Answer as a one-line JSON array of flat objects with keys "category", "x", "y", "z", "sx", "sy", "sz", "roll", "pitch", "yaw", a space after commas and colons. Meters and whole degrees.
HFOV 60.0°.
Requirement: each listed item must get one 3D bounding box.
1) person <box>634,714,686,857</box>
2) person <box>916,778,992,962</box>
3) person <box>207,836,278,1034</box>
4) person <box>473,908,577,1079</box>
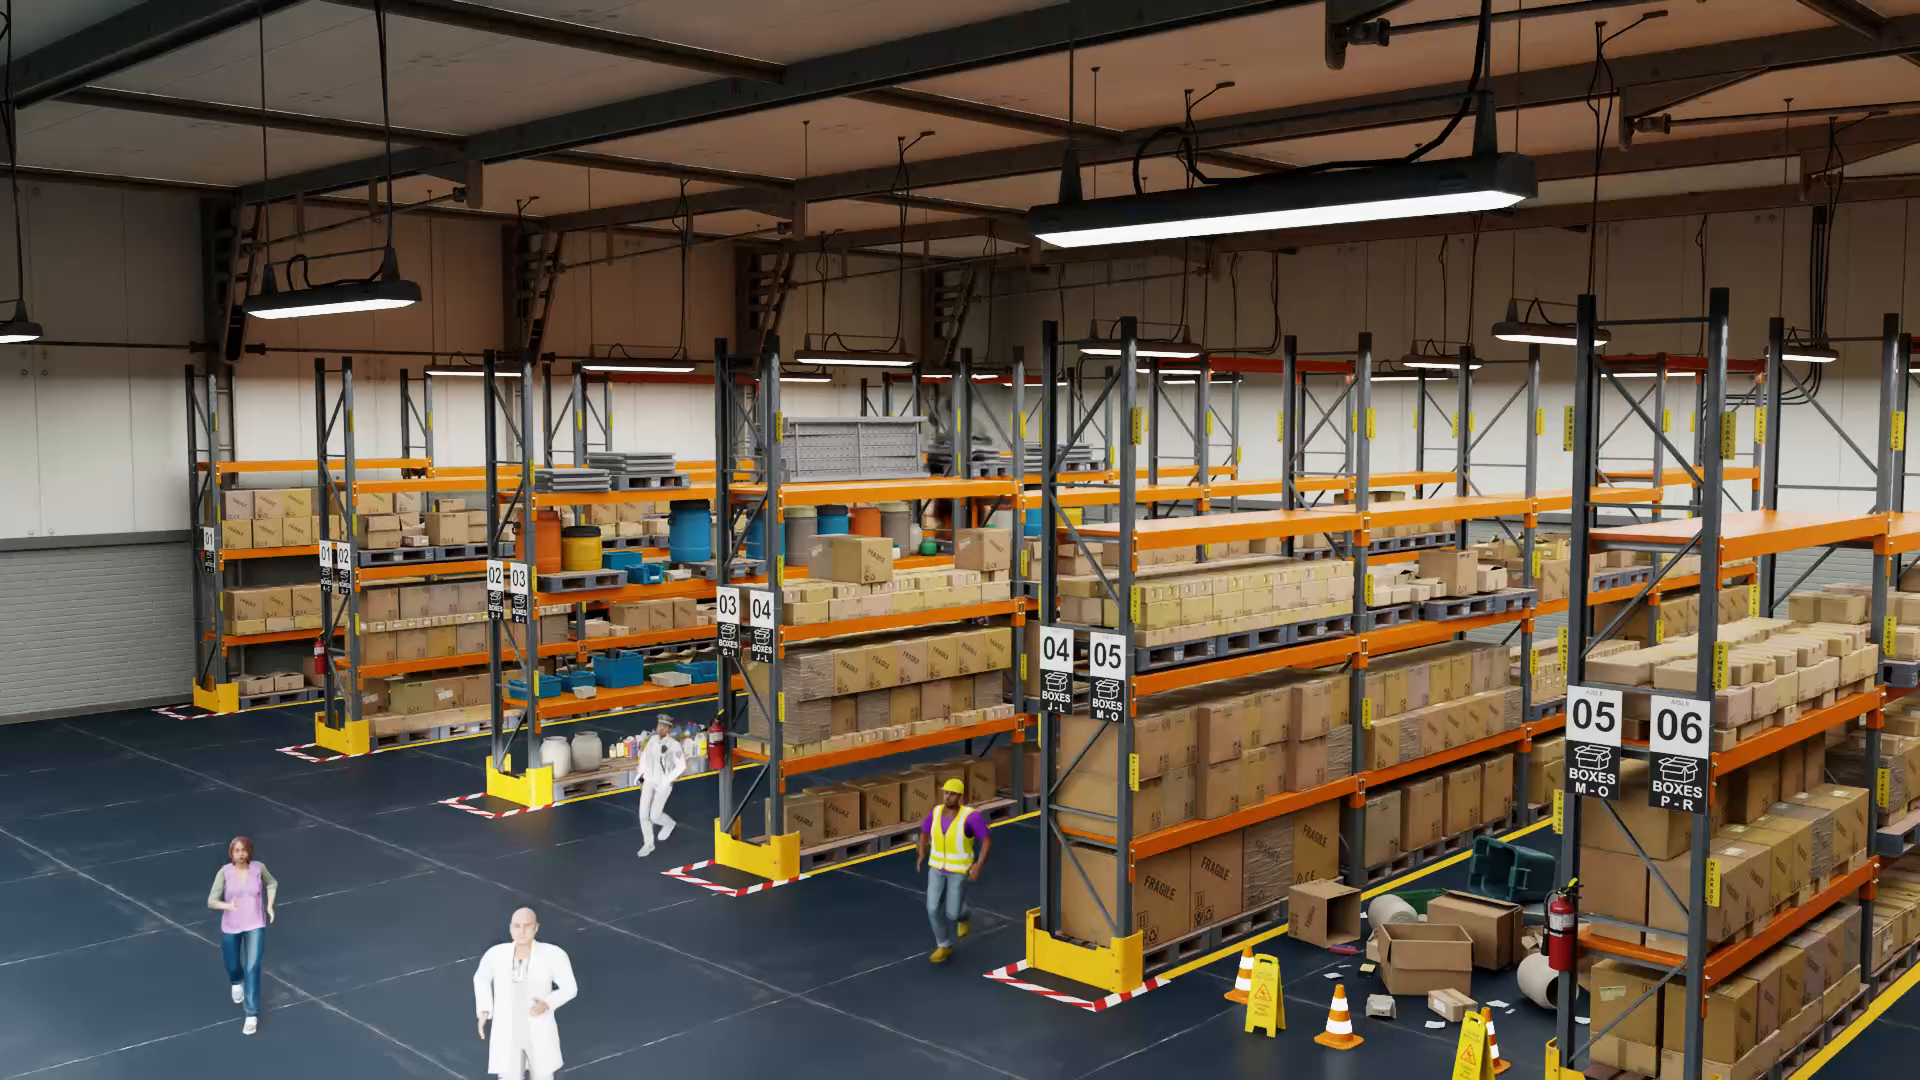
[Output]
[{"category": "person", "x": -3.500, "y": 2.856, "z": 19.557, "sx": 0.666, "sy": 1.663, "sz": 0.626, "roll": 2, "pitch": 5, "yaw": 24}, {"category": "person", "x": -0.064, "y": 3.106, "z": 15.811, "sx": 0.746, "sy": 1.720, "sz": 0.580, "roll": 2, "pitch": 5, "yaw": 23}, {"category": "person", "x": -6.053, "y": 3.292, "z": 14.058, "sx": 0.543, "sy": 1.555, "sz": 0.882, "roll": -2, "pitch": 5, "yaw": -22}, {"category": "person", "x": -2.999, "y": 3.410, "z": 11.437, "sx": 0.720, "sy": 1.751, "sz": 0.902, "roll": -1, "pitch": 4, "yaw": -8}]
